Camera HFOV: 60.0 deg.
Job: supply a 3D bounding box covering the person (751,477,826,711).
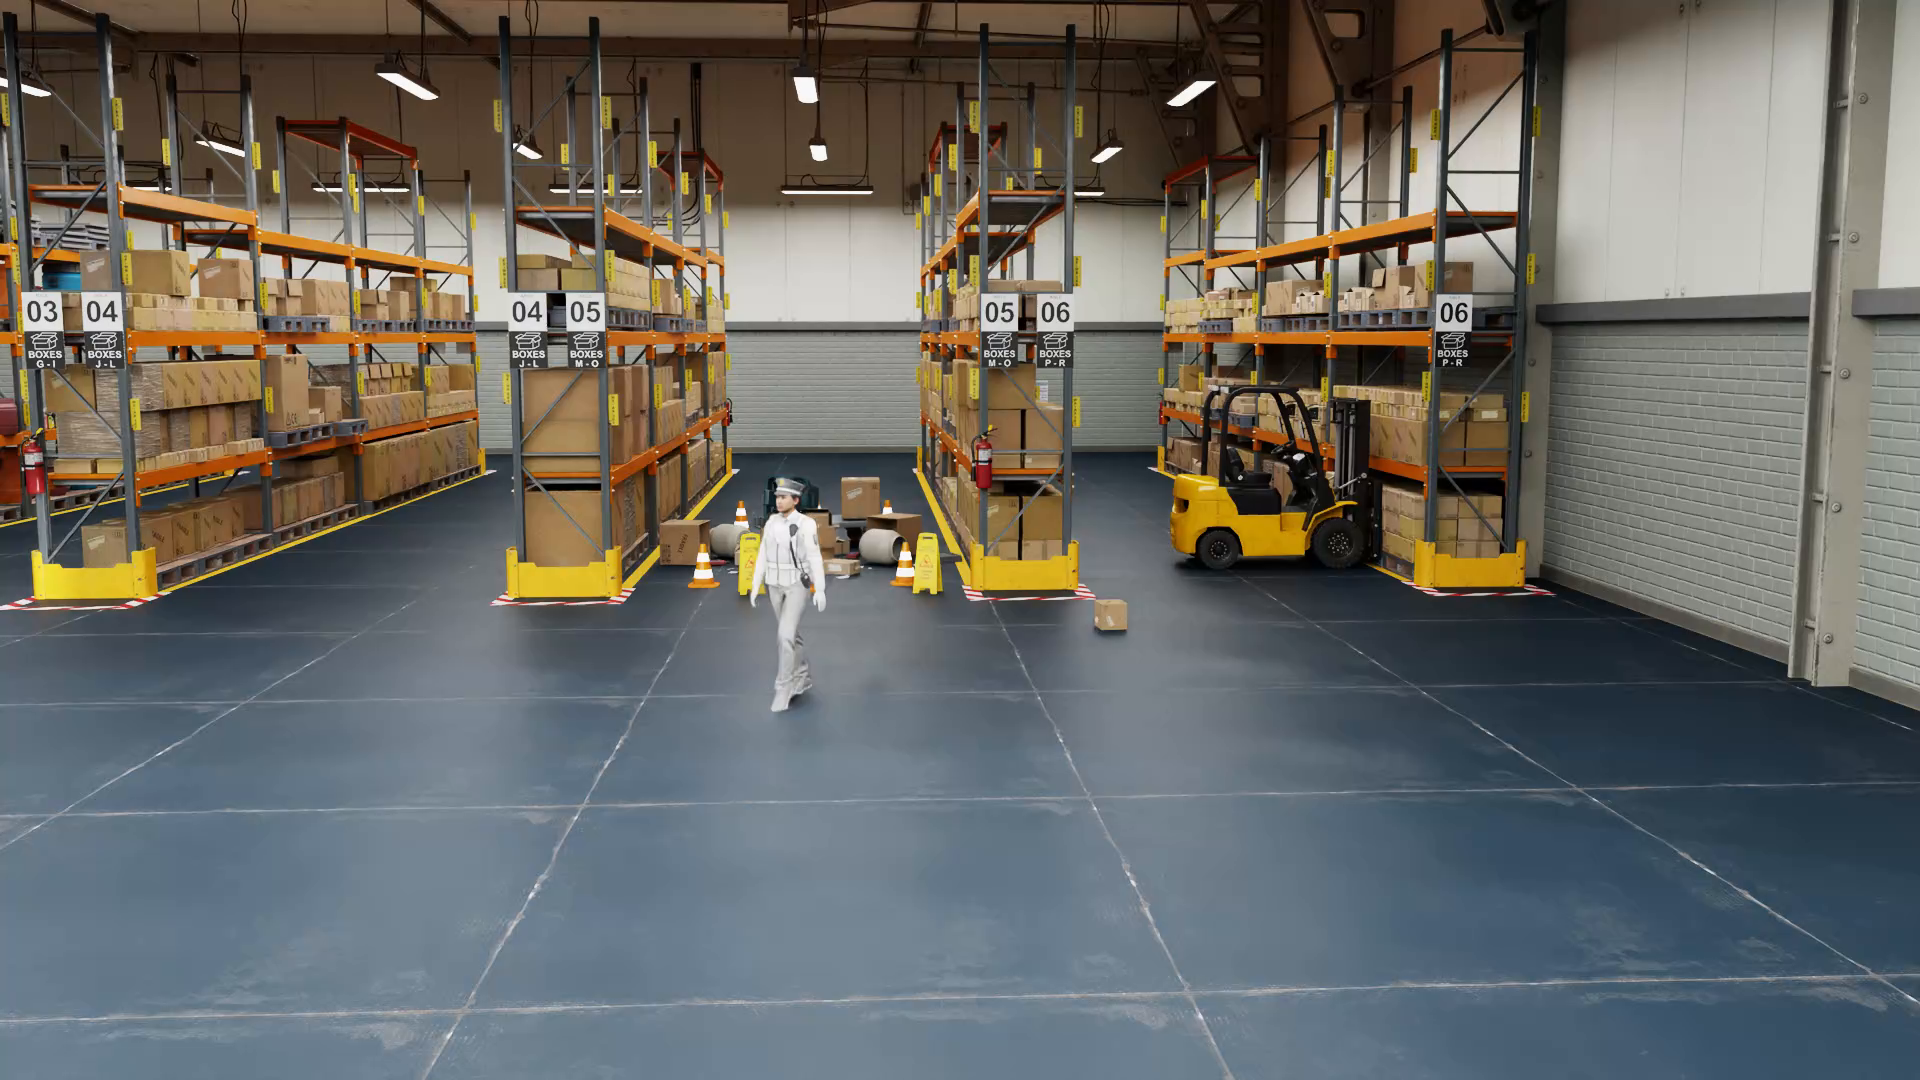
[{"bbox_3d":[-1.300,0.396,12.487,0.548,1.742,0.638,4,8,32],"label":"person"}]
